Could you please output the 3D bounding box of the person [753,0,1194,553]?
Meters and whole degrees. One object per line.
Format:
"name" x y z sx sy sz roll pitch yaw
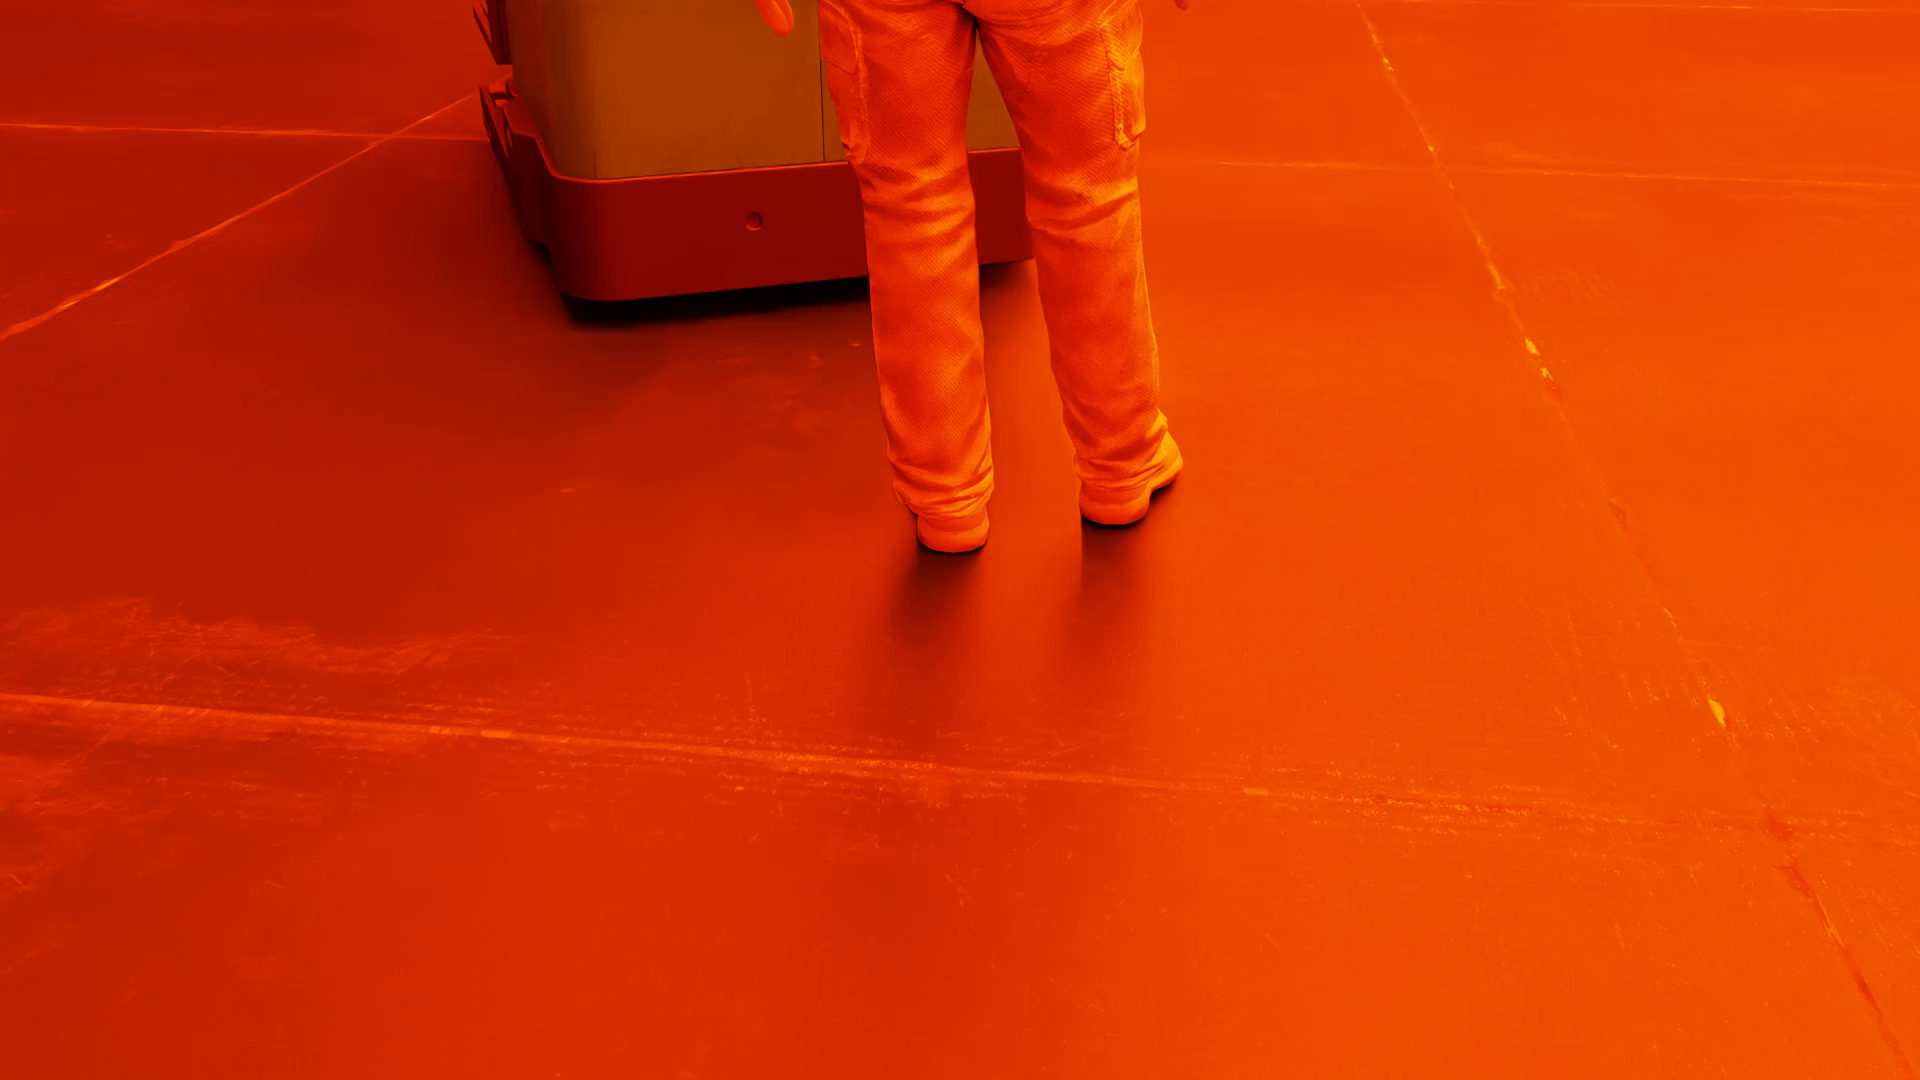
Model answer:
"person" 0.018 -0.836 2.162 0.657 1.785 0.575 3 27 7

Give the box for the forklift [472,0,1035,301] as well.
"forklift" -0.746 -2.420 4.067 1.130 2.935 3.031 -8 28 -16
